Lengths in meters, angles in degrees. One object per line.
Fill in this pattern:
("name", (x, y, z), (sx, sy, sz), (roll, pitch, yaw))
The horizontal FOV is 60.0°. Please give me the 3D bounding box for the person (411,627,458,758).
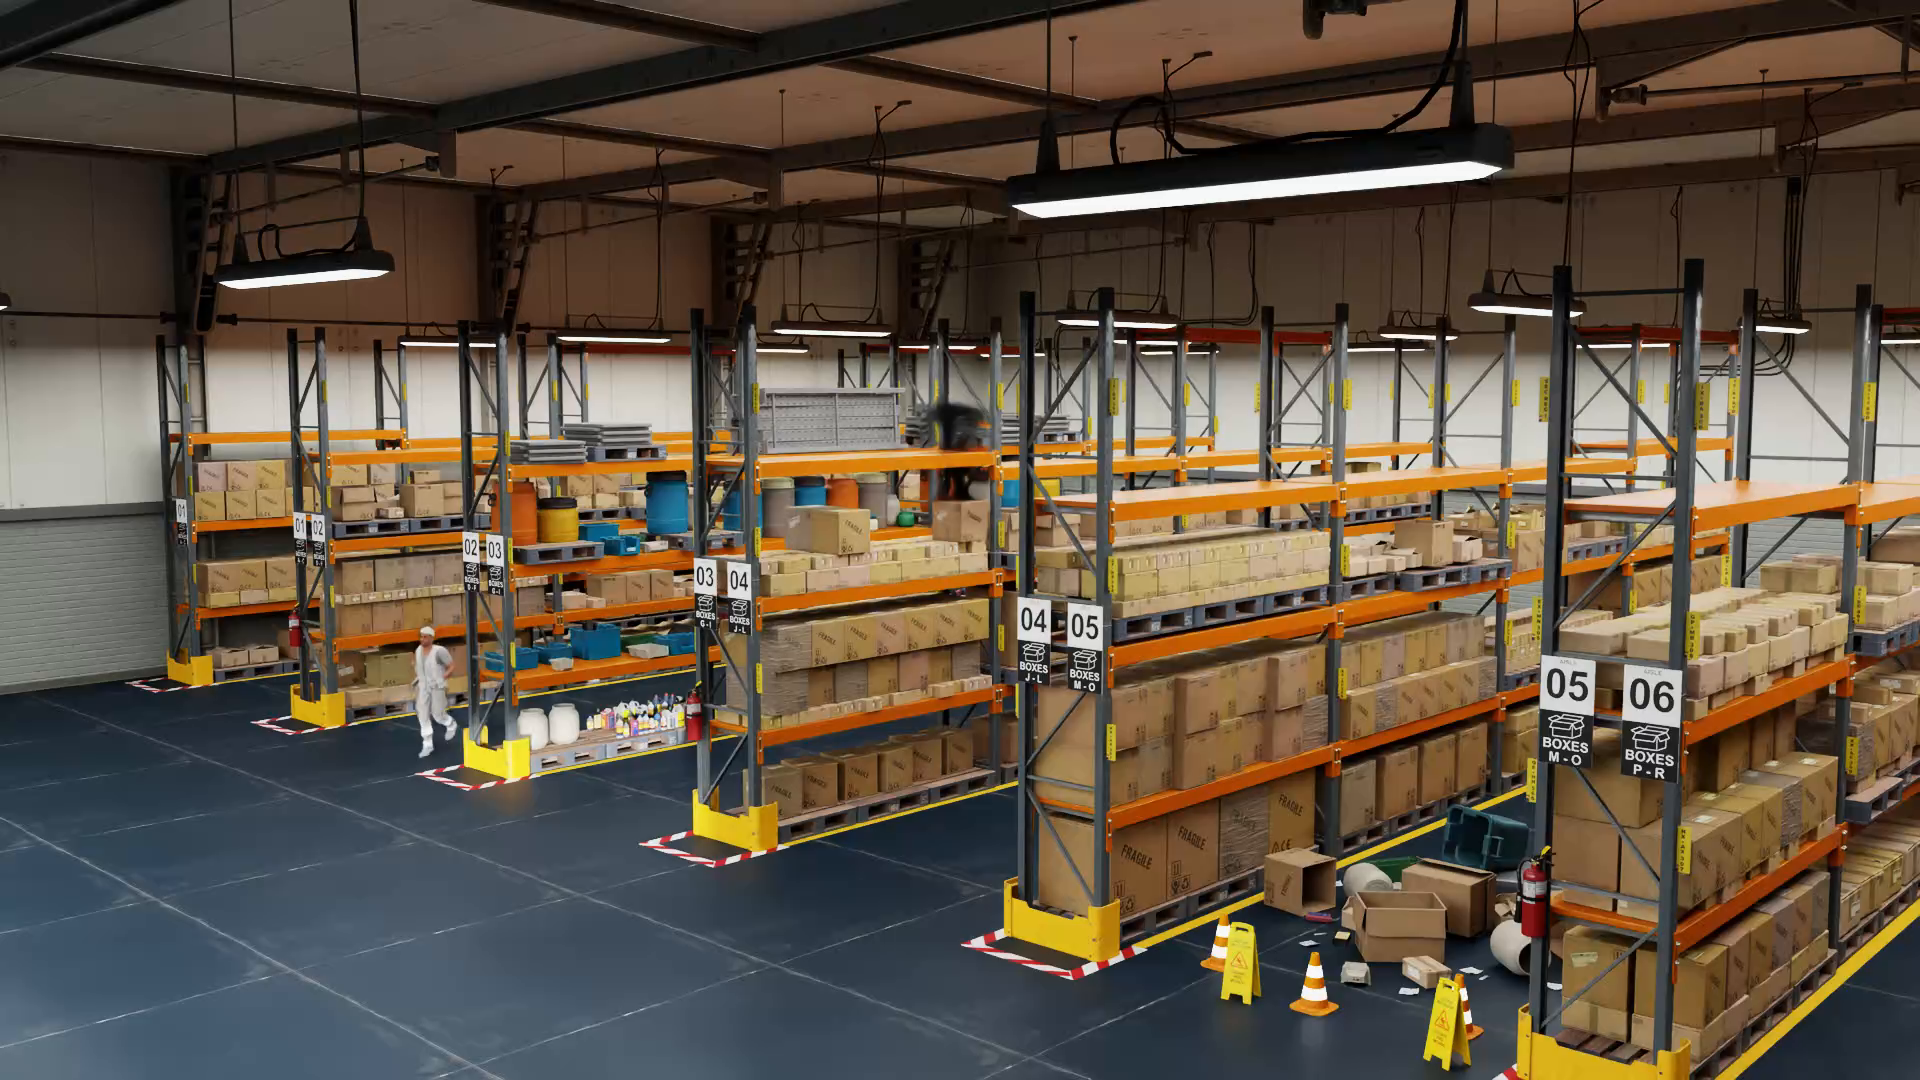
("person", (-7.347, 2.094, 23.344), (0.659, 1.802, 0.822), (2, 6, 20))
